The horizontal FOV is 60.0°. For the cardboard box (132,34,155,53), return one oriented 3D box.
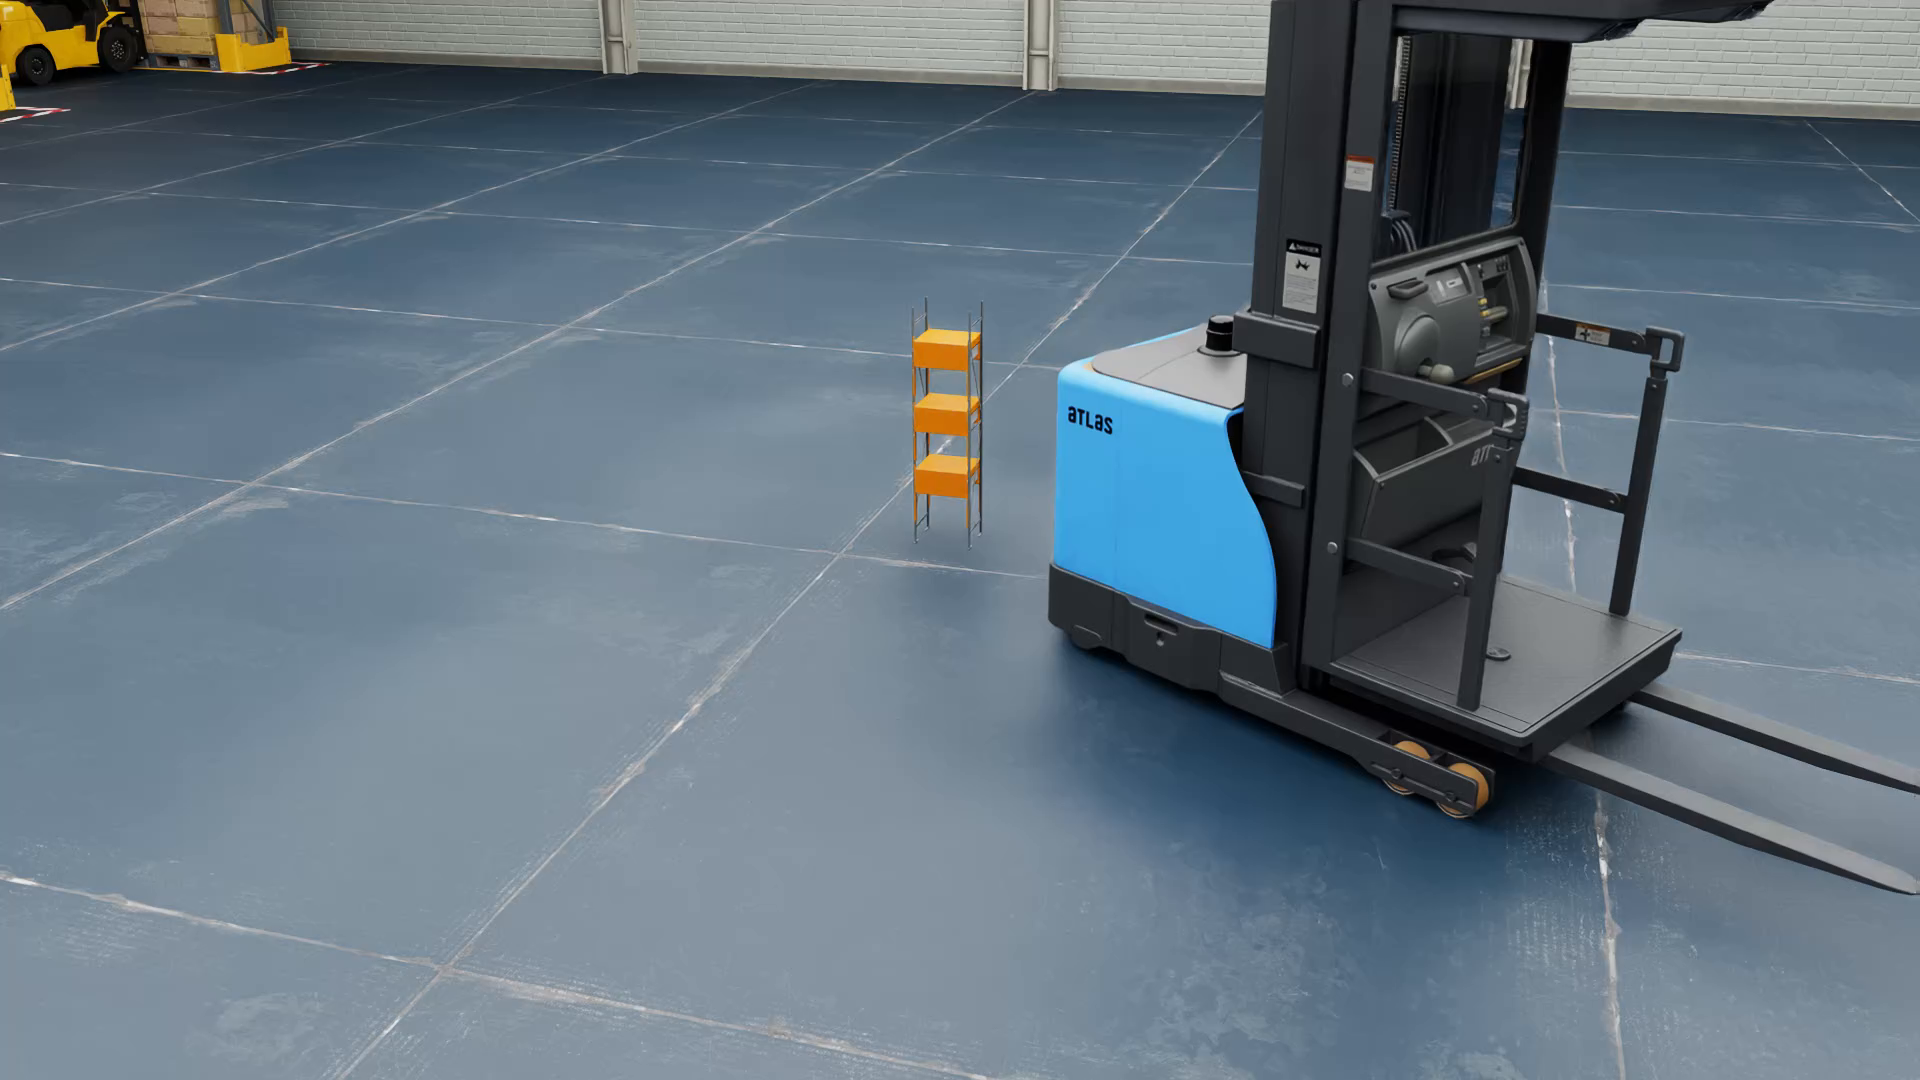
[{"bbox_3d":[-11.535,-7.107,23.713,0.500,0.250,0.500,7,23,16],"label":"cardboard box"}]

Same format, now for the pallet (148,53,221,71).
[{"bbox_3d":[-10.788,-6.911,23.839,1.213,0.211,1.003,7,23,16],"label":"pallet"}]

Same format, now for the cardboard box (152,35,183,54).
[{"bbox_3d":[-11.059,-7.049,23.572,0.500,0.250,0.500,7,23,15],"label":"cardboard box"}]

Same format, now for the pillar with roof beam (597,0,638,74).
[{"bbox_3d":[-5.950,-9.090,17.572,0.400,9.000,9.100,7,23,16],"label":"pillar with roof beam"}]

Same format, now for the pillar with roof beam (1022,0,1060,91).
[{"bbox_3d":[-0.205,-8.432,15.968,0.400,9.000,9.100,7,23,16],"label":"pillar with roof beam"}]

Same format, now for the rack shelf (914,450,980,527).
[{"bbox_3d":[-0.051,-0.225,7.195,0.240,0.259,0.215,7,23,16],"label":"rack shelf"}]

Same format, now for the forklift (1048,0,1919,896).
[{"bbox_3d":[1.720,-0.713,5.147,1.130,2.935,3.031,-20,30,-40],"label":"forklift"}]

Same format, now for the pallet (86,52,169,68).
[{"bbox_3d":[-11.953,-7.045,24.167,1.213,0.211,1.003,7,23,15],"label":"pallet"}]

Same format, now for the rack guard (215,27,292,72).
[{"bbox_3d":[-10.021,-6.973,23.611,0.348,0.500,1.175,7,23,16],"label":"rack guard"}]

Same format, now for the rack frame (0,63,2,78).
[{"bbox_3d":[-11.474,-6.328,18.745,0.127,3.000,1.000,7,23,16],"label":"rack frame"}]

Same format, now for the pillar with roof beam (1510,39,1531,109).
[{"bbox_3d":[5.539,-7.774,14.365,0.400,9.000,9.100,7,23,16],"label":"pillar with roof beam"}]

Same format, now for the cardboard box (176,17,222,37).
[{"bbox_3d":[-10.600,-7.225,23.343,0.500,0.250,0.500,6,23,15],"label":"cardboard box"}]

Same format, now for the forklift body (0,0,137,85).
[{"bbox_3d":[-12.387,-7.284,22.194,1.214,2.155,2.313,7,23,16],"label":"forklift body"}]

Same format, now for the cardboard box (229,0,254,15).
[{"bbox_3d":[-10.450,-7.638,23.691,0.500,0.250,0.500,6,23,15],"label":"cardboard box"}]

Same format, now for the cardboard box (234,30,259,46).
[{"bbox_3d":[-10.458,-7.179,23.889,0.500,0.250,0.500,7,23,16],"label":"cardboard box"}]

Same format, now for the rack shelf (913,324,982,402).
[{"bbox_3d":[-0.051,-0.744,6.981,0.240,0.259,0.215,7,23,16],"label":"rack shelf"}]

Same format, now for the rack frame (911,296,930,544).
[{"bbox_3d":[-0.168,-0.505,7.118,0.008,1.050,0.200,7,23,16],"label":"rack frame"}]

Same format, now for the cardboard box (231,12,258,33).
[{"bbox_3d":[-10.434,-7.413,23.799,0.500,0.250,0.500,7,23,16],"label":"cardboard box"}]

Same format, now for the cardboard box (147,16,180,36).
[{"bbox_3d":[-11.077,-7.284,23.487,0.500,0.250,0.500,6,23,15],"label":"cardboard box"}]

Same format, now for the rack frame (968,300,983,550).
[{"bbox_3d":[0.066,-0.478,7.052,0.008,1.050,0.200,7,23,16],"label":"rack frame"}]

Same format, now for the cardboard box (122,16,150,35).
[{"bbox_3d":[-11.578,-7.333,23.606,0.500,0.250,0.500,6,23,14],"label":"cardboard box"}]

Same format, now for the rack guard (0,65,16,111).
[{"bbox_3d":[-11.547,-5.180,19.240,0.348,0.500,1.175,7,23,16],"label":"rack guard"}]

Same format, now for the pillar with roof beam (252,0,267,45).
[{"bbox_3d":[-11.694,-9.747,19.175,0.400,9.000,9.100,7,23,16],"label":"pillar with roof beam"}]

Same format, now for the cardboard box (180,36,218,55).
[{"bbox_3d":[-10.585,-6.991,23.430,0.500,0.250,0.500,7,23,16],"label":"cardboard box"}]

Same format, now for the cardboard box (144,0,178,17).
[{"bbox_3d":[-11.066,-7.508,23.373,0.500,0.250,0.500,7,23,16],"label":"cardboard box"}]

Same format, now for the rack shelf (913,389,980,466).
[{"bbox_3d":[-0.051,-0.482,7.089,0.240,0.259,0.215,7,23,16],"label":"rack shelf"}]

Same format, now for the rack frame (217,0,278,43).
[{"bbox_3d":[-10.044,-8.132,23.143,0.127,3.000,1.000,7,23,16],"label":"rack frame"}]

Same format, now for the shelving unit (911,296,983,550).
[{"bbox_3d":[-0.051,-0.492,7.085,0.252,1.050,0.215,7,23,16],"label":"shelving unit"}]

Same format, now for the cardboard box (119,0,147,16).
[{"bbox_3d":[-11.552,-7.560,23.499,0.500,0.250,0.500,7,23,16],"label":"cardboard box"}]

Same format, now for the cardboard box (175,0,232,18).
[{"bbox_3d":[-10.575,-7.454,23.242,0.500,0.250,0.500,7,23,17],"label":"cardboard box"}]
